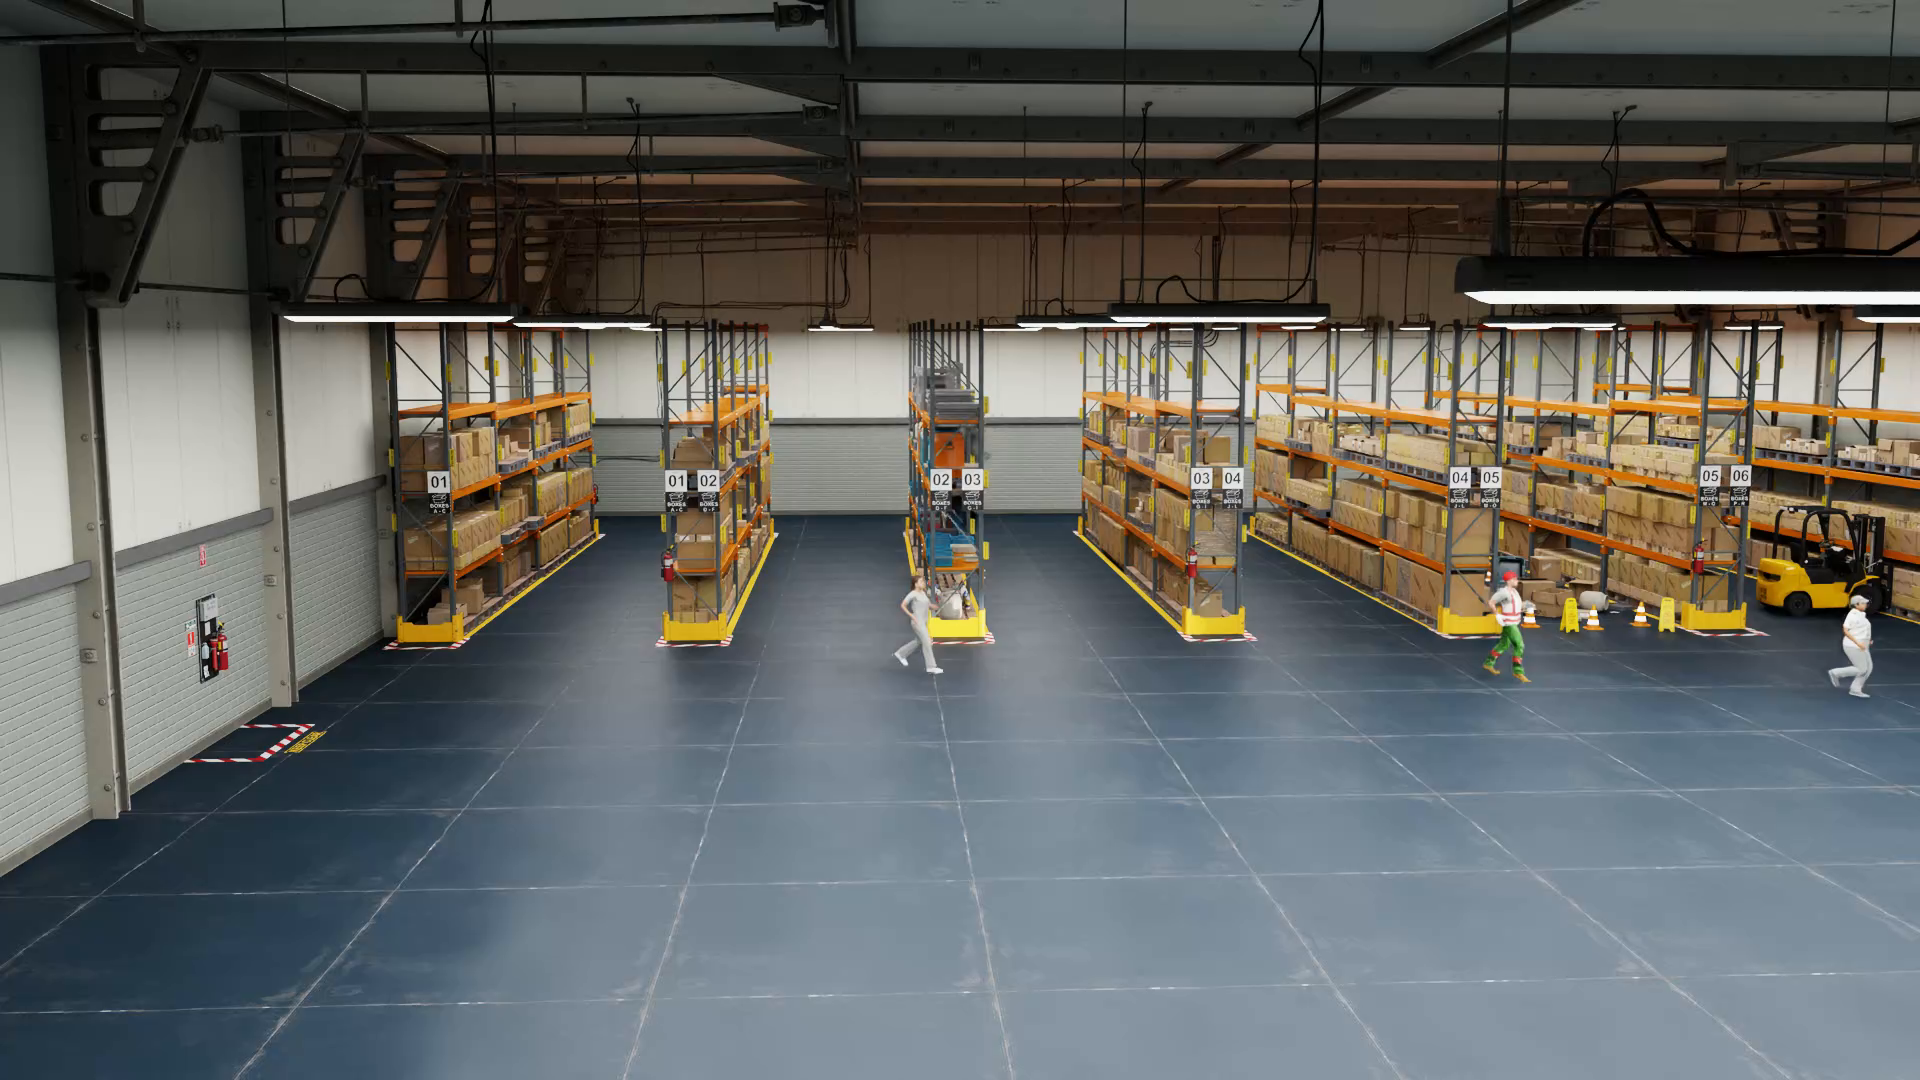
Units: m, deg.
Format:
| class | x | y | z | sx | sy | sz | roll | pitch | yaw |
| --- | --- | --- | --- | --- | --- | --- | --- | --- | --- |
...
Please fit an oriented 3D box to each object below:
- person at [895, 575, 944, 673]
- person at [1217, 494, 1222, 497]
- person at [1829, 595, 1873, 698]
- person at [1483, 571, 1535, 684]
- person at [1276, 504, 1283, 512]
| class | x | y | z | sx | sy | sz | roll | pitch | yaw |
| --- | --- | --- | --- | --- | --- | --- | --- | --- | --- |
| person | -0.702 | 1.406 | 28.166 | 0.960 | 1.646 | 0.570 | 3 | 8 | 24 |
| person | 7.256 | -0.865 | 46.525 | 0.745 | 1.724 | 0.697 | 0 | 7 | 0 |
| person | 14.164 | 1.678 | 26.386 | 0.587 | 1.628 | 0.613 | 6 | 9 | 39 |
| person | 9.097 | 1.422 | 27.573 | 0.835 | 1.834 | 0.654 | 4 | 8 | 32 |
| person | 9.589 | -1.208 | 49.248 | 0.793 | 1.746 | 0.692 | 5 | 9 | 37 |
